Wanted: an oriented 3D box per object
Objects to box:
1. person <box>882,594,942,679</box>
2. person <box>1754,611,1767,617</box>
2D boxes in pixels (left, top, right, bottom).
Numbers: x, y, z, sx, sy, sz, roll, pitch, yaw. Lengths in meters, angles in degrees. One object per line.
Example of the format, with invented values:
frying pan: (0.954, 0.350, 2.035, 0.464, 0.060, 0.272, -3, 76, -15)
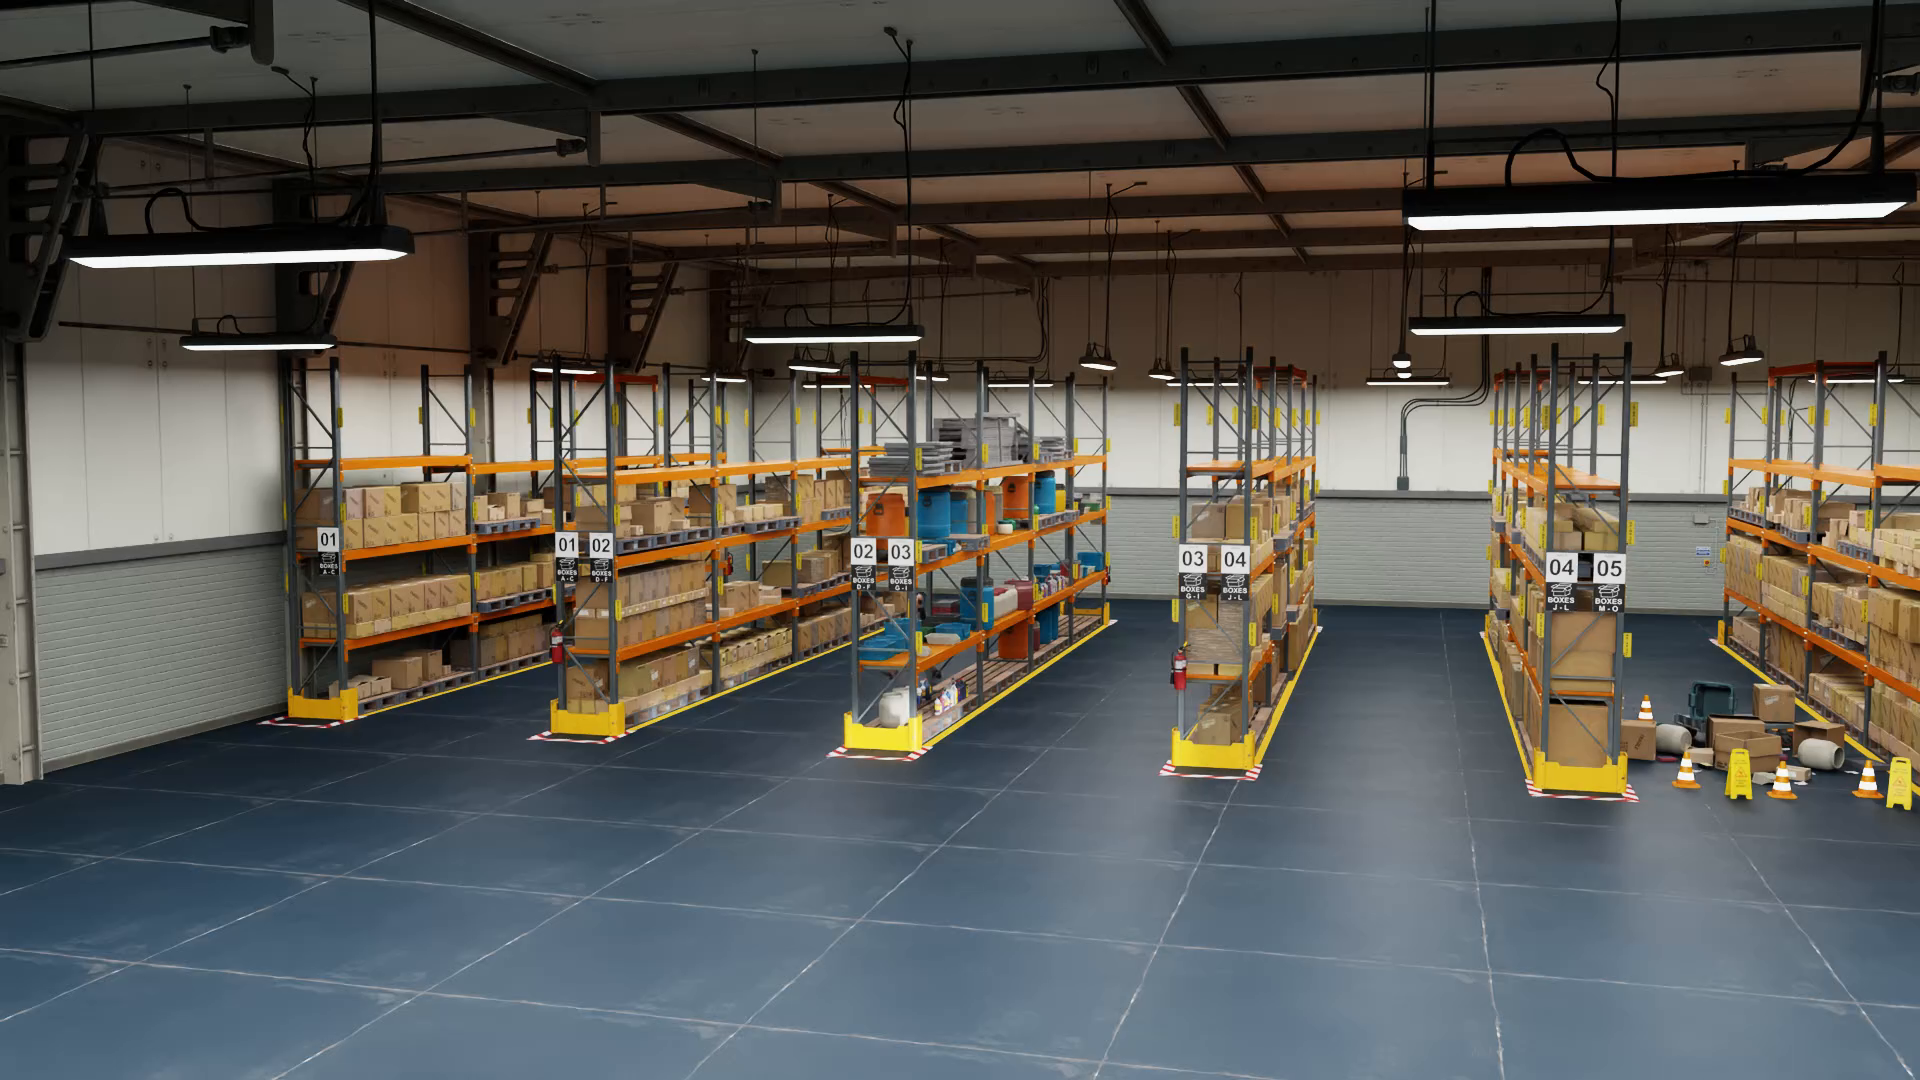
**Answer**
person: (-0.846, 1.749, 30.223, 1.069, 1.565, 0.569, 3, 5, 32)
person: (18.211, 1.430, 37.557, 0.942, 1.619, 0.390, 4, 6, 41)
